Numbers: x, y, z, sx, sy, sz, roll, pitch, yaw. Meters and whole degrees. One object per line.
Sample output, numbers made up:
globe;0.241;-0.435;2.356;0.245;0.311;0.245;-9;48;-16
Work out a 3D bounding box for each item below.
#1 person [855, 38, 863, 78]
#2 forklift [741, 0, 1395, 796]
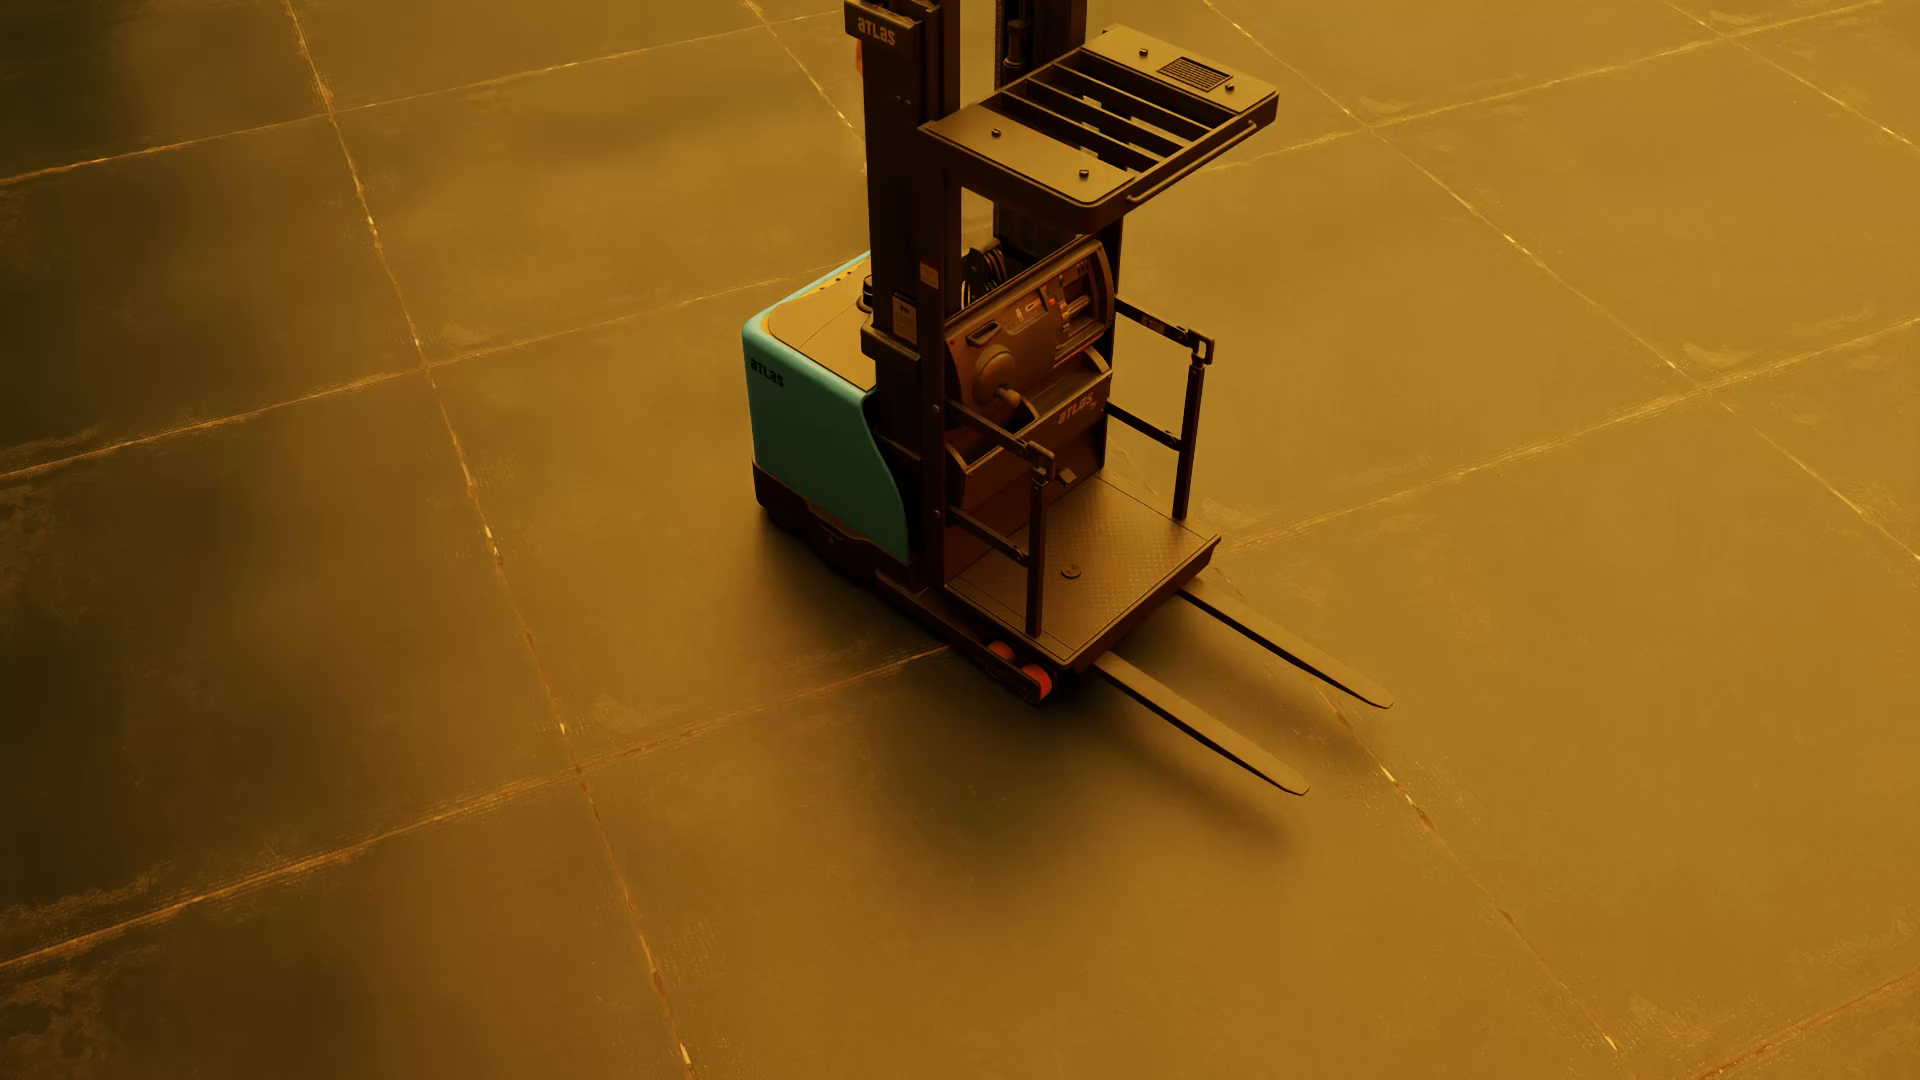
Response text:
person;-0.359;-2.881;9.644;0.628;1.733;0.534;-21;47;-21
forklift;0.445;-0.788;6.525;3.031;2.935;1.130;32;52;30
